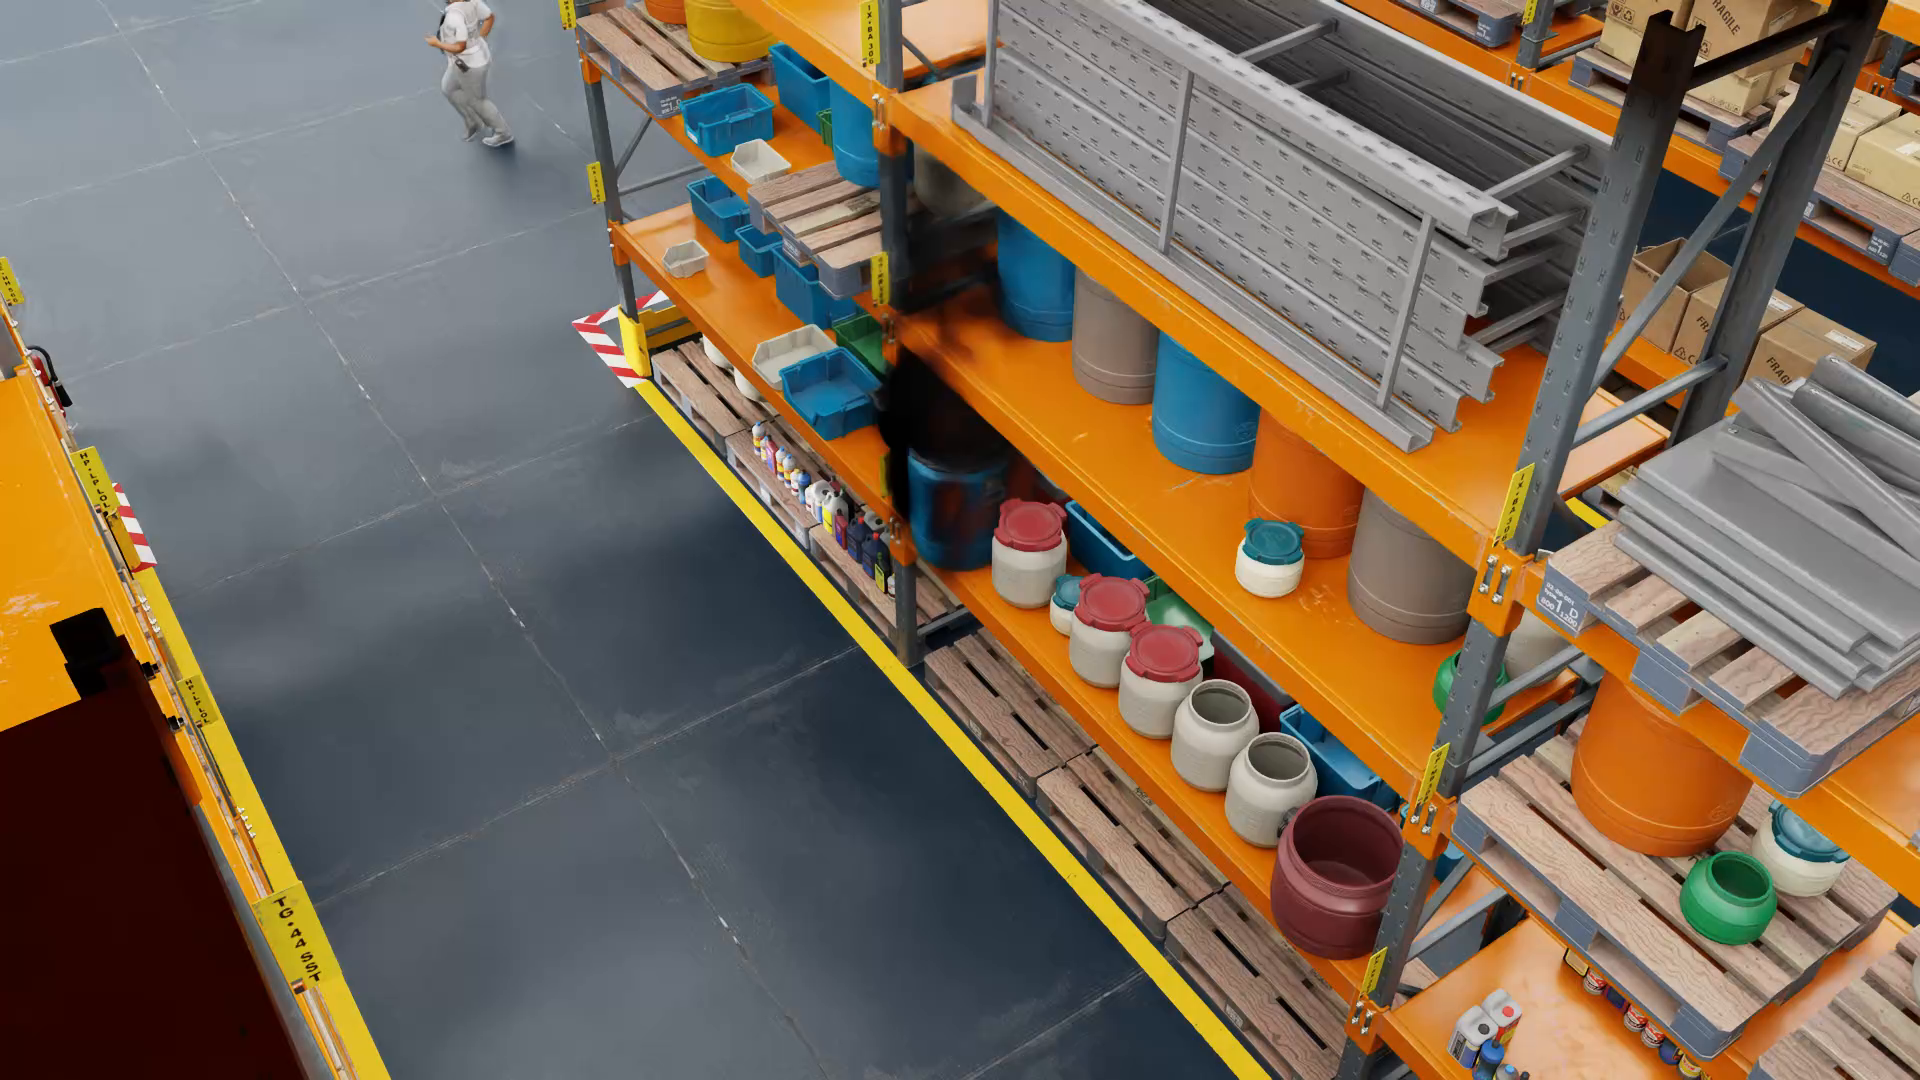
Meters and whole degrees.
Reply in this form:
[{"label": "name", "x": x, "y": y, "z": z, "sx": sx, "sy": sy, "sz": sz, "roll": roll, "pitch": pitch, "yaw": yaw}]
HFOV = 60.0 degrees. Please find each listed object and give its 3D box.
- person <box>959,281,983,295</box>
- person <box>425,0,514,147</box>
[{"label": "person", "x": 0.081, "y": -2.185, "z": 12.439, "sx": 0.615, "sy": 1.737, "sz": 0.878, "roll": -26, "pitch": 48, "yaw": -25}, {"label": "person", "x": -4.545, "y": -4.362, "z": 15.298, "sx": 0.596, "sy": 1.686, "sz": 0.586, "roll": -3, "pitch": 43, "yaw": -4}]
